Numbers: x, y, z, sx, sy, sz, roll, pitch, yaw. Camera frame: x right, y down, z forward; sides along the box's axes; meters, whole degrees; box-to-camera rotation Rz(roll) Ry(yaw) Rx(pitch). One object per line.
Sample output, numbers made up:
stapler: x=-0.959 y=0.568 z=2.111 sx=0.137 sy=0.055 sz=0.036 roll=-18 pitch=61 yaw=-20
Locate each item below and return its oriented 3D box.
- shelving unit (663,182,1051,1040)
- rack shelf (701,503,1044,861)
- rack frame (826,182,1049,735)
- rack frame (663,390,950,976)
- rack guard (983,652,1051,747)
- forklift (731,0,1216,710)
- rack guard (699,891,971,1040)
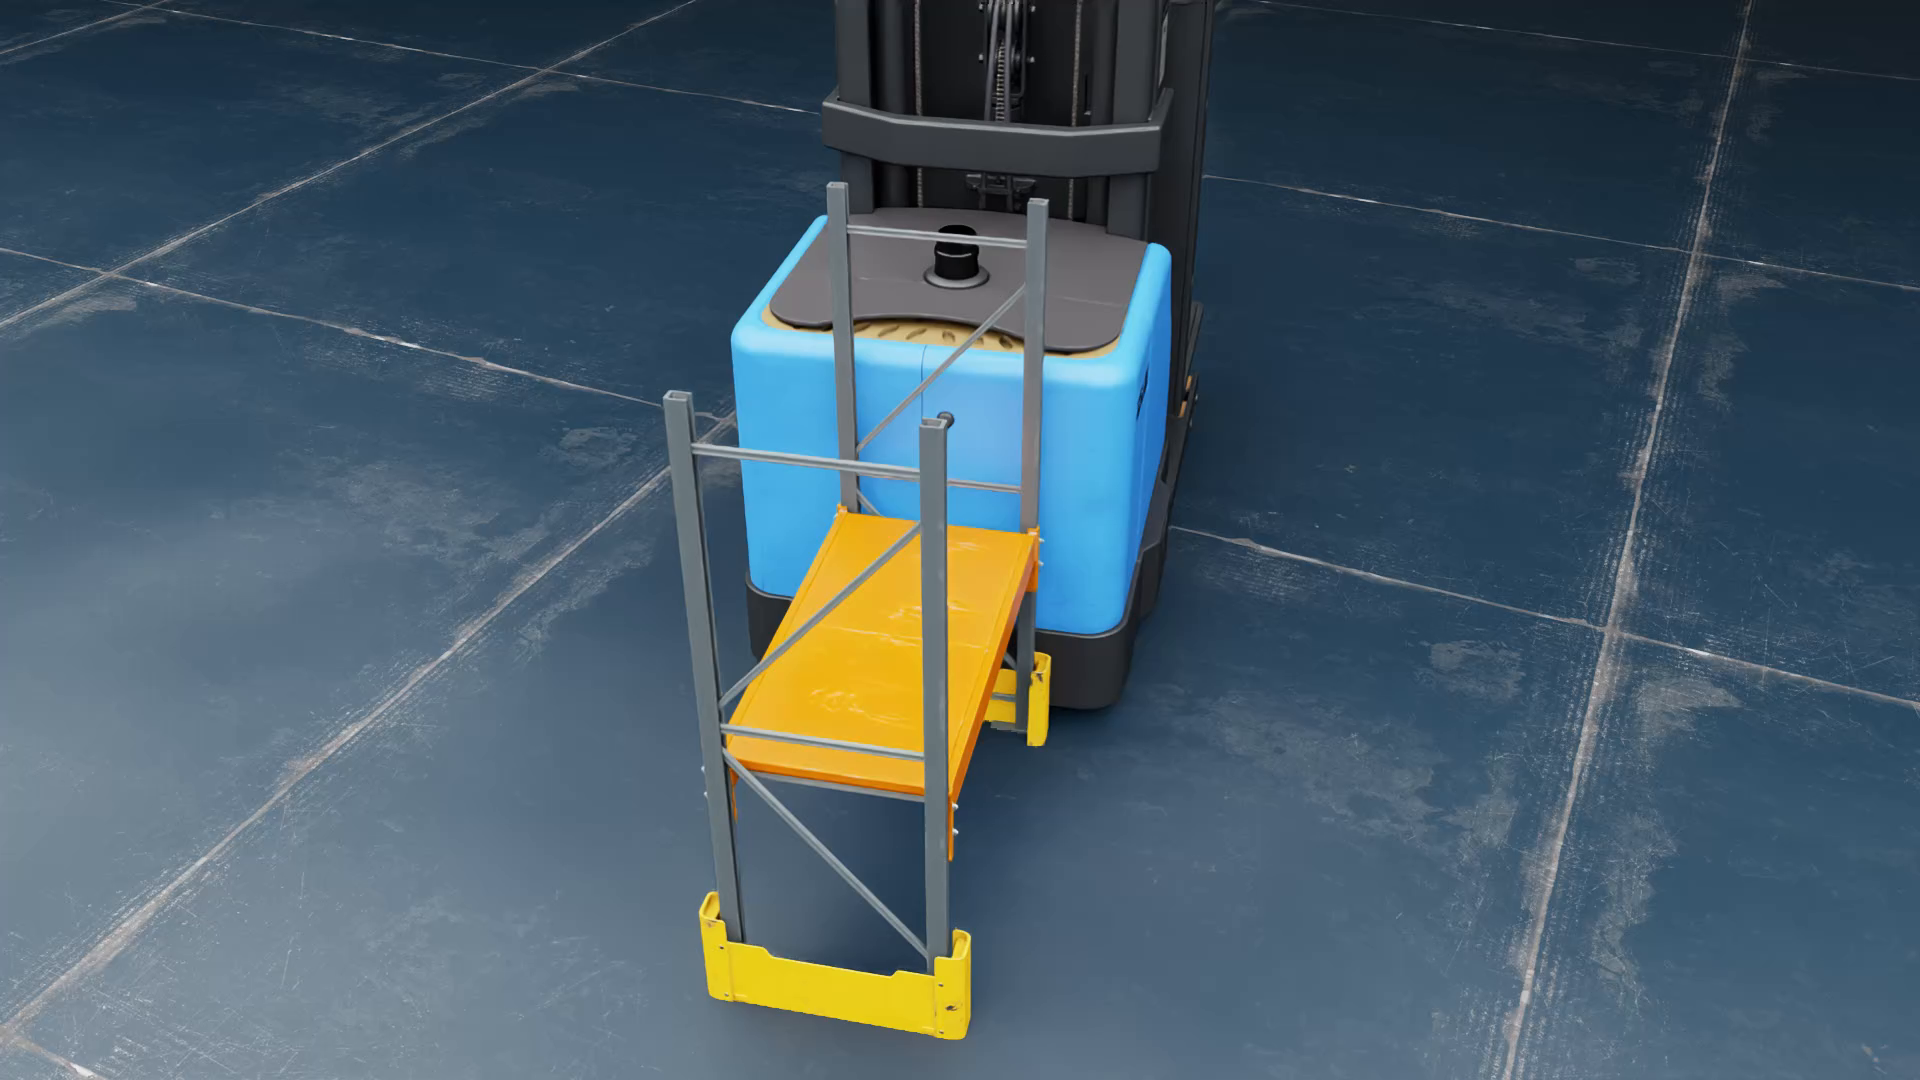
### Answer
shelving unit: x=-0.163 y=0.135 z=3.677 sx=0.587 sy=1.500 sz=1.083 roll=7 pitch=34 yaw=10
rack shelf: x=-0.161 y=0.280 z=3.783 sx=0.538 sy=0.185 sz=1.000 roll=7 pitch=34 yaw=10
rack frame: x=-0.052 y=-0.143 z=4.100 sx=0.500 sy=1.500 sz=0.032 roll=7 pitch=34 yaw=10
rack frame: x=-0.269 y=0.402 z=3.269 sx=0.500 sy=1.500 sz=0.032 roll=7 pitch=34 yaw=10
rack guard: x=-0.056 y=0.390 z=4.427 sx=0.587 sy=0.250 sz=0.087 roll=7 pitch=34 yaw=10
forklift: x=0.230 y=-1.575 z=4.978 sx=1.130 sy=2.935 sz=3.031 roll=7 pitch=34 yaw=10
rack guard: x=-0.269 y=0.924 z=3.613 sx=0.587 sy=0.250 sz=0.087 roll=7 pitch=34 yaw=10
